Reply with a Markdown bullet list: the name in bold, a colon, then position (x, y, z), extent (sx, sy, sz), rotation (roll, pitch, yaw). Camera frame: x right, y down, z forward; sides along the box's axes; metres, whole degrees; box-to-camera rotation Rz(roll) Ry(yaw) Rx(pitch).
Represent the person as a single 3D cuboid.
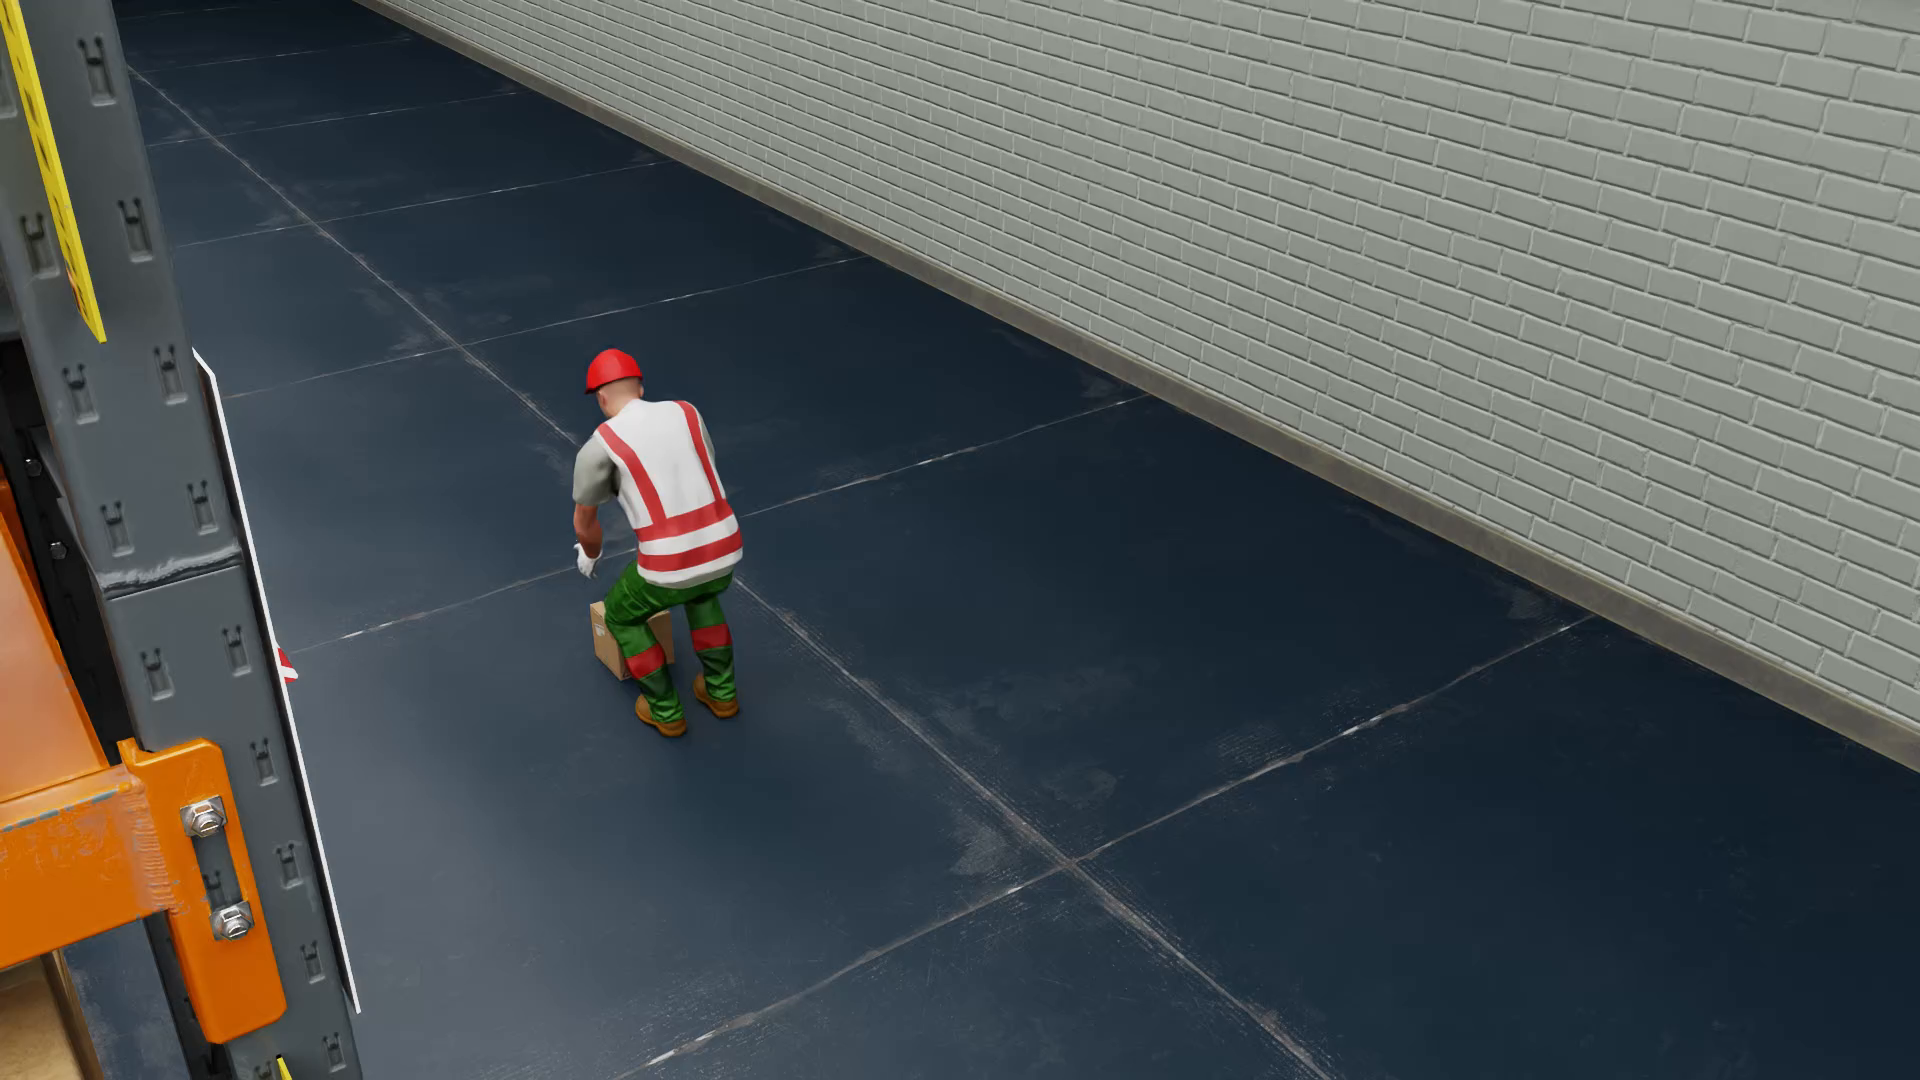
- **person**: position (-1.162, 0.031, 6.375), extent (0.582, 1.471, 0.731), rotation (-18, 33, -30)
